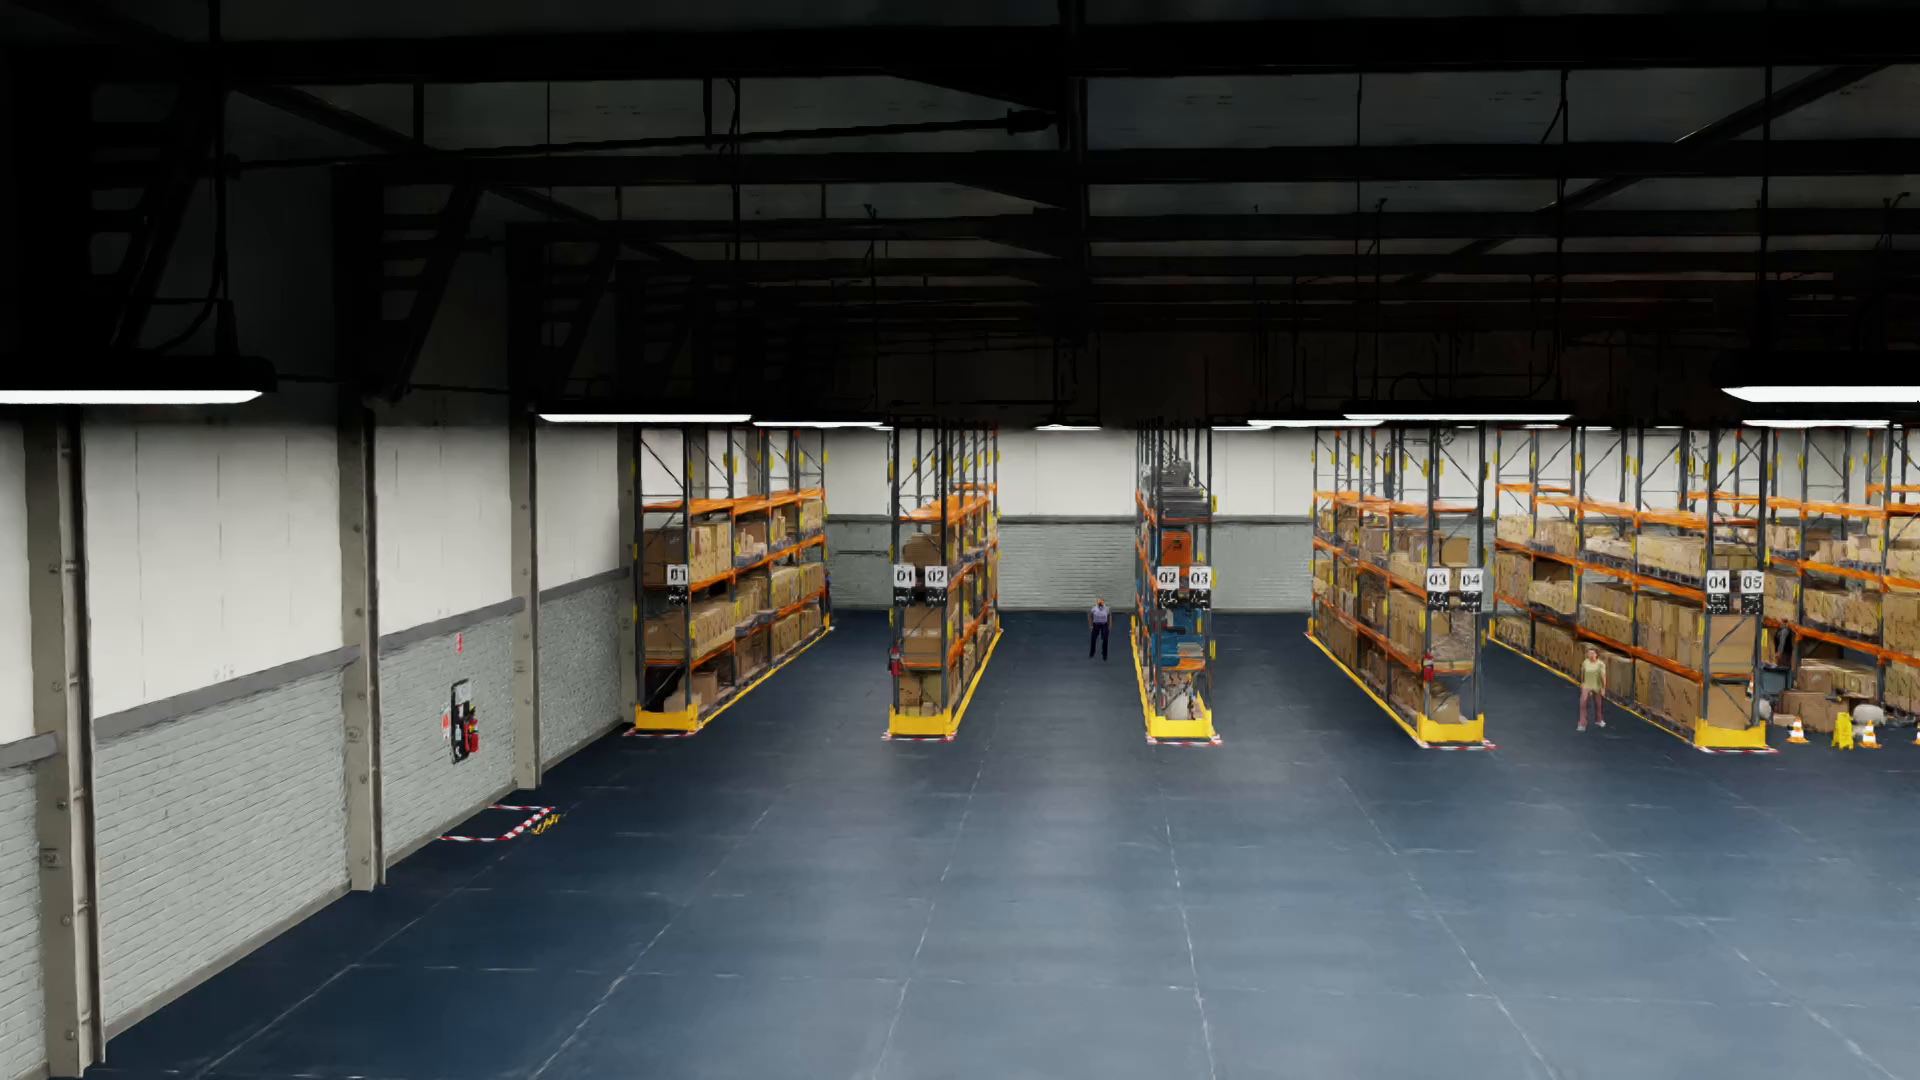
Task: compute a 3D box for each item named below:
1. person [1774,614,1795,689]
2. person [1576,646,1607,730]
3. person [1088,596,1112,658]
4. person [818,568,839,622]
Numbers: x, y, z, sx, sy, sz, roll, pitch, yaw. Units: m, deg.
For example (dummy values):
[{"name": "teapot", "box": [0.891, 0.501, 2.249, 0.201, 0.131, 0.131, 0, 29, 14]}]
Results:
[{"name": "person", "box": [17.963, 2.476, 36.362, 0.581, 1.718, 0.641, 2, 4, 29]}, {"name": "person", "box": [12.153, 2.831, 31.943, 0.485, 1.617, 0.959, 2, 4, 28]}, {"name": "person", "box": [3.537, 2.190, 42.037, 0.625, 1.596, 0.517, 0, 4, 3]}, {"name": "person", "box": [-4.008, 1.645, 49.681, 0.519, 1.650, 0.683, 3, 5, 37]}]
